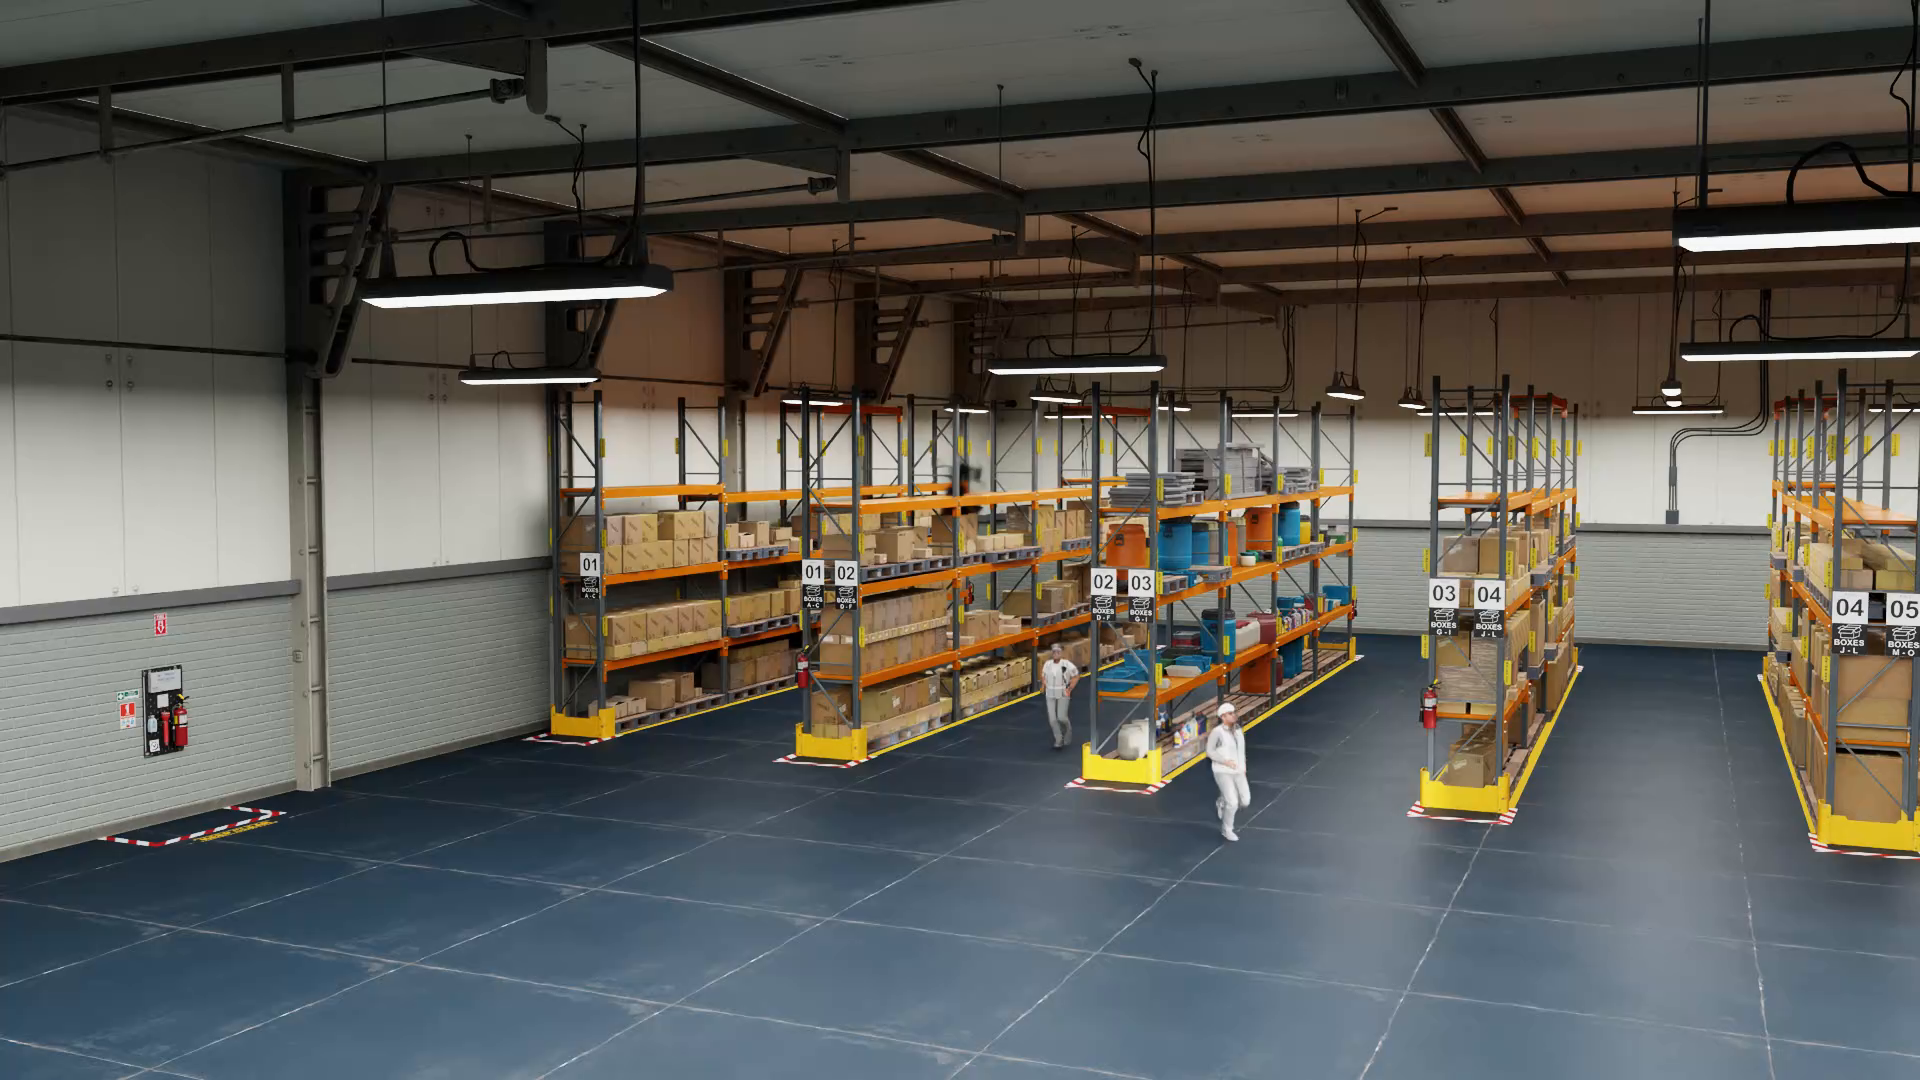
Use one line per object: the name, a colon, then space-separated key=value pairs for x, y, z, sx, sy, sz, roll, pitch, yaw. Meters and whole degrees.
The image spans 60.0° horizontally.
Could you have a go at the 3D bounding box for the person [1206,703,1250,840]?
person: x=3.451 y=2.964 z=21.398 sx=0.691 sy=1.736 sz=0.609 roll=-2 pitch=4 yaw=-35

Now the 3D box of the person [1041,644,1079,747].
person: x=1.622 y=2.591 z=27.714 sx=0.638 sy=1.737 sz=0.586 roll=1 pitch=3 yaw=22
